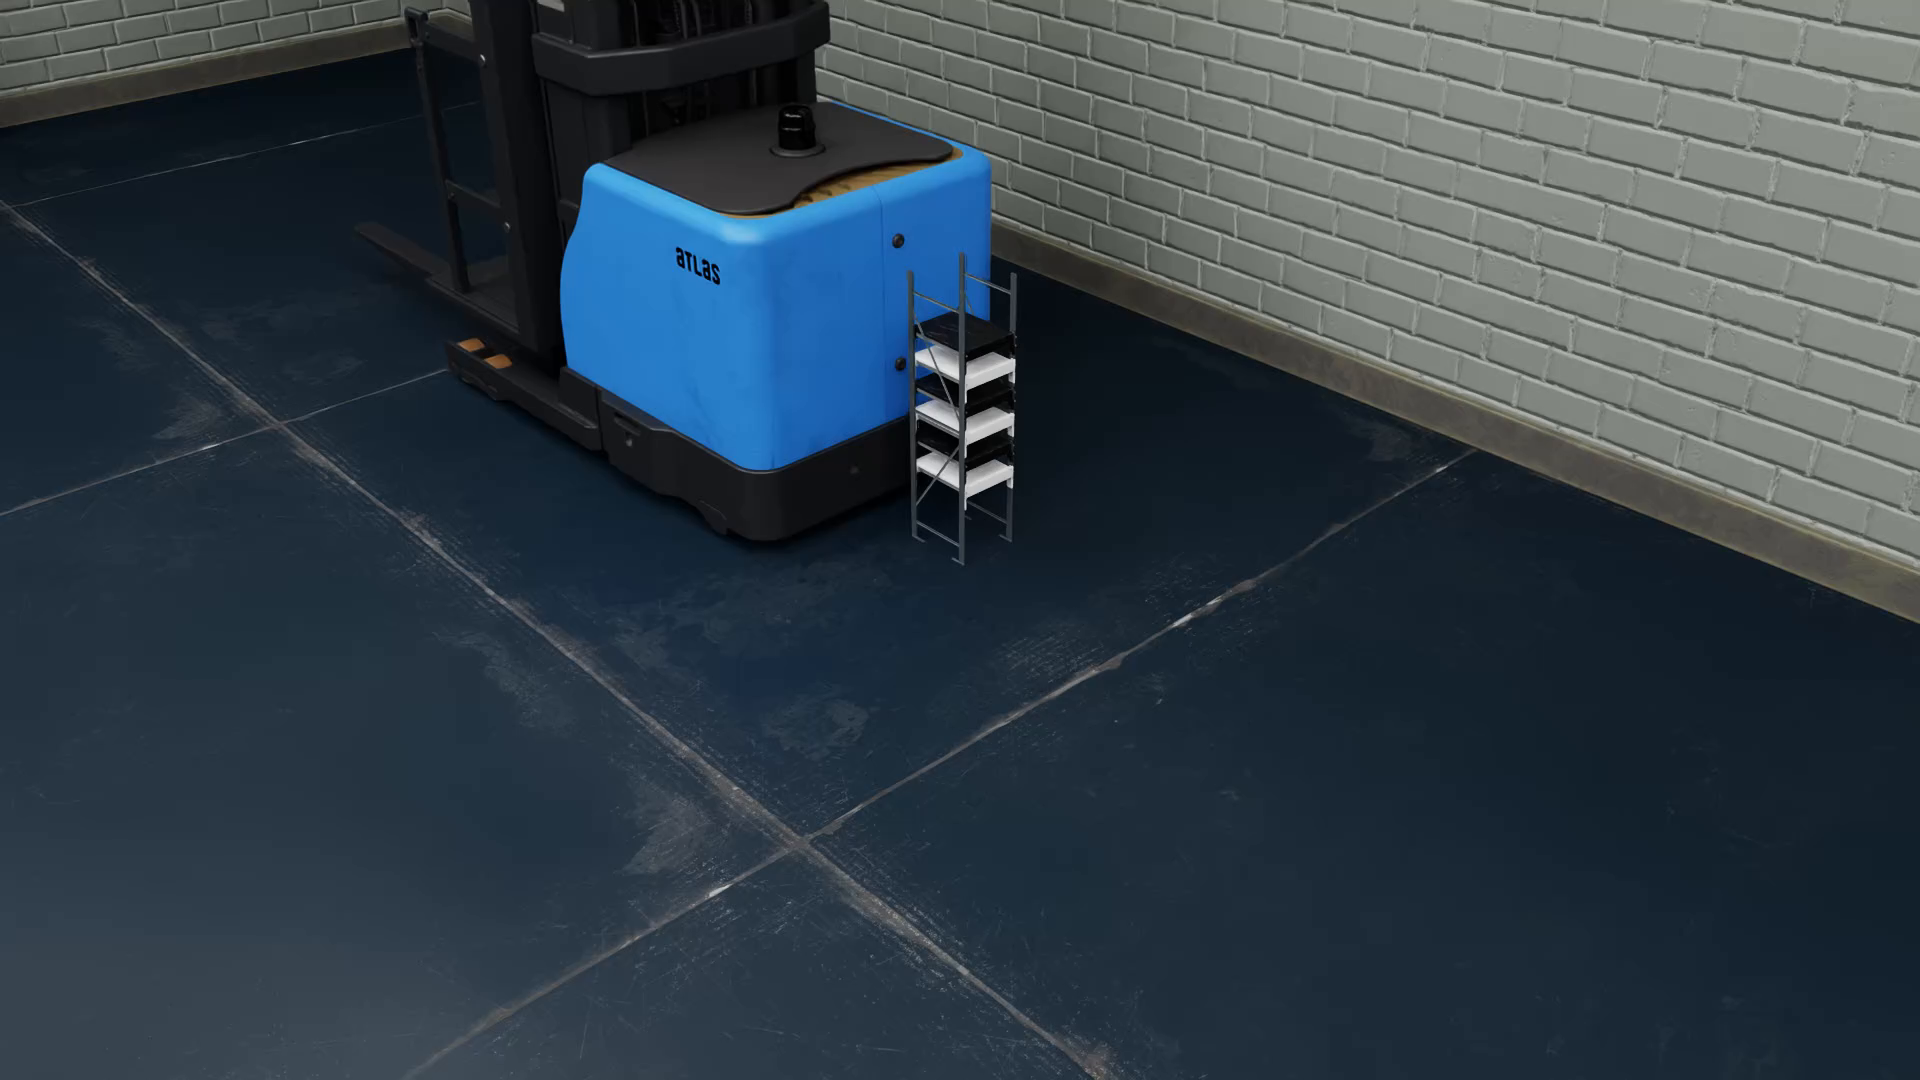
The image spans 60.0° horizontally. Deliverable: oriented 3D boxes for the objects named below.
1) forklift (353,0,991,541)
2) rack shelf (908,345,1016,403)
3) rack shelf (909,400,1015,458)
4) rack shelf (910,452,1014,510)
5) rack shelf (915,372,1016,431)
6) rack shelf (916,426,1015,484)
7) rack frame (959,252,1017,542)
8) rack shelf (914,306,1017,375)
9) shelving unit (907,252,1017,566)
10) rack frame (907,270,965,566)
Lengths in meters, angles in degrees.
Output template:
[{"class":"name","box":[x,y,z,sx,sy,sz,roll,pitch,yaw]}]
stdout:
[{"class":"forklift","box":[-1.264,-1.923,5.586,1.130,2.935,3.031,-26,40,-36]},{"class":"rack shelf","box":[0.006,-0.512,4.943,0.200,0.077,0.258,-26,40,-35]},{"class":"rack shelf","box":[0.006,-0.358,5.037,0.200,0.077,0.258,-26,40,-35]},{"class":"rack shelf","box":[0.006,-0.205,5.131,0.200,0.077,0.258,-26,40,-35]},{"class":"rack shelf","box":[0.006,-0.435,4.990,0.200,0.077,0.258,-26,40,-35]},{"class":"rack shelf","box":[0.006,-0.282,5.084,0.200,0.077,0.258,-26,40,-35]},{"class":"rack frame","box":[0.081,-0.423,5.079,0.006,0.900,0.240,-26,40,-35]},{"class":"rack shelf","box":[0.006,-0.589,4.896,0.200,0.077,0.258,-26,40,-35]},{"class":"shelving unit","box":[0.006,-0.387,5.020,0.210,0.900,0.258,-26,40,-35]},{"class":"rack frame","box":[-0.069,-0.351,4.961,0.006,0.900,0.240,-26,40,-35]}]
